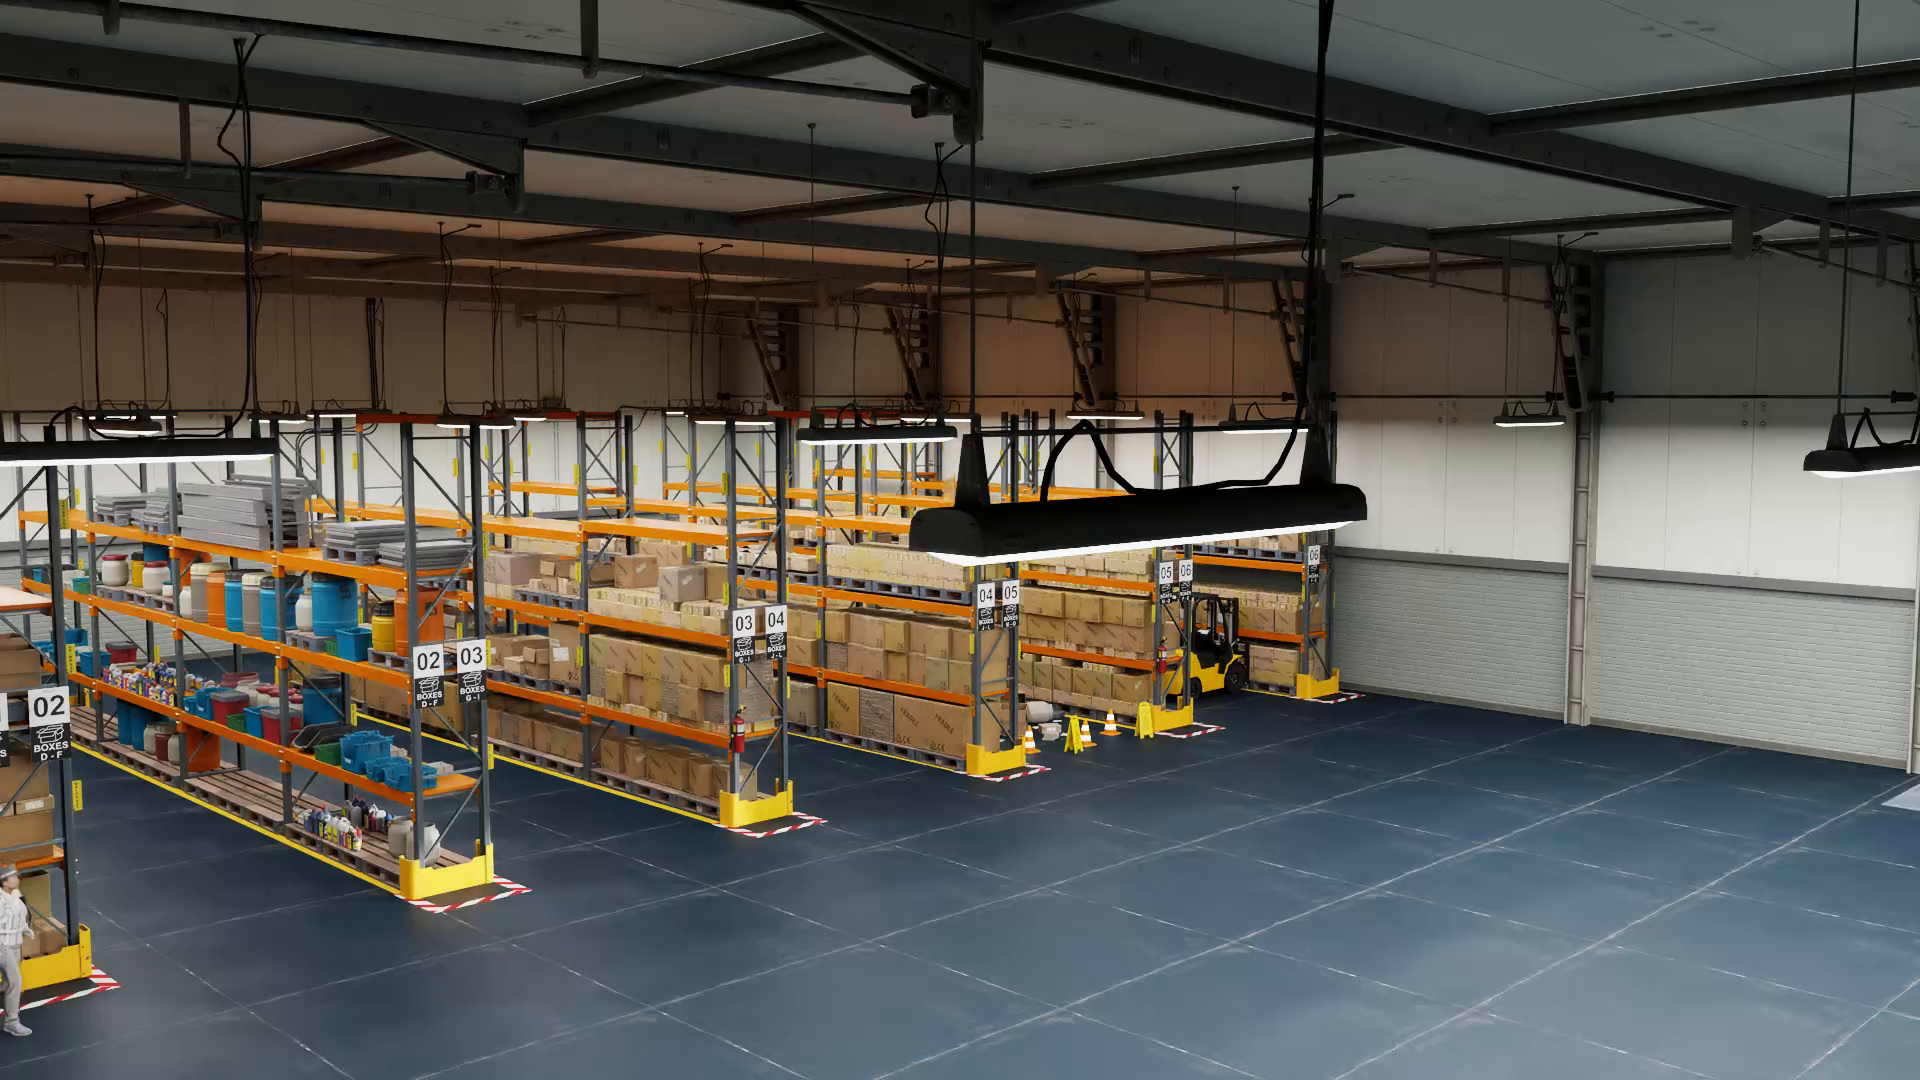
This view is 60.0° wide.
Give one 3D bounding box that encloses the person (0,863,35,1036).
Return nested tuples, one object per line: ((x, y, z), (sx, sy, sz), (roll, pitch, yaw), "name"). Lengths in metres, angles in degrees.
((-9.591, 4.077, 16.658), (0.742, 1.666, 0.655), (0, 5, 3), "person")

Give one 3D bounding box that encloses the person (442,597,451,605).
((-11.869, 2.147, 38.241), (0.725, 1.733, 0.860), (-1, 5, -7), "person")

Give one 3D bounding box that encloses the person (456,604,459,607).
((-11.316, 2.254, 37.630), (0.641, 1.662, 0.657), (-3, 6, -31), "person")
